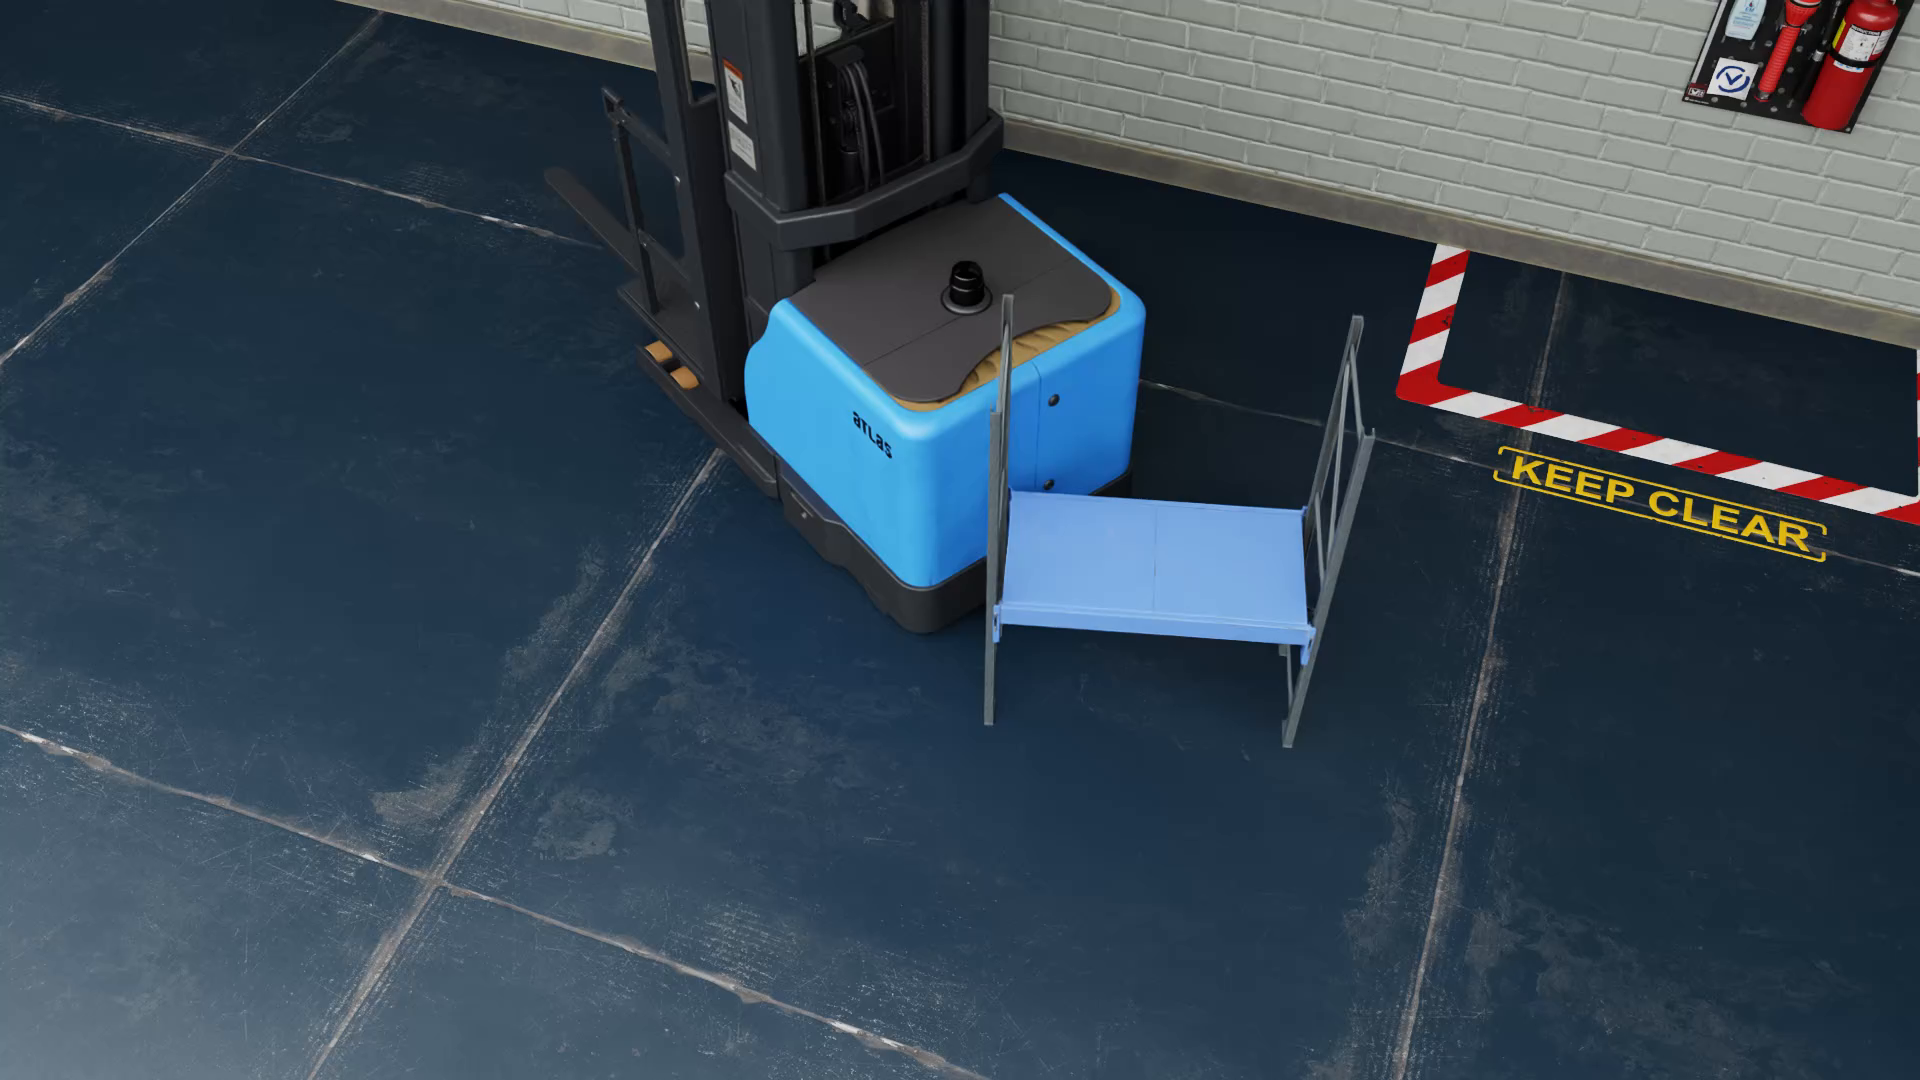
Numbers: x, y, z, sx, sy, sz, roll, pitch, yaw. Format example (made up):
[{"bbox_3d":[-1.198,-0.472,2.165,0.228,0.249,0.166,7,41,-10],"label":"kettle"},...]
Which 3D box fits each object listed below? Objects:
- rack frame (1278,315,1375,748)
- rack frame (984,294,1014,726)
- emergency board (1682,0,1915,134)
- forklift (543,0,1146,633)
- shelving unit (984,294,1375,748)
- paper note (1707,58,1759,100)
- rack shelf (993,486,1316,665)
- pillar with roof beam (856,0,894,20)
[{"bbox_3d":[1.133,0.026,5.235,0.032,1.500,0.500,4,49,3],"label":"rack frame"},{"bbox_3d":[0.120,-0.043,5.295,0.032,1.500,0.500,4,49,3],"label":"rack frame"},{"bbox_3d":[3.107,-1.962,5.965,0.643,1.169,0.194,16,51,13],"label":"emergency board"},{"bbox_3d":[-0.660,-1.698,5.782,1.130,2.935,3.031,-30,56,-24],"label":"forklift"},{"bbox_3d":[0.627,-0.009,5.265,1.048,1.500,0.538,4,49,3],"label":"shelving unit"},{"bbox_3d":[2.965,-1.769,6.381,0.142,0.148,0.016,16,51,13],"label":"paper note"},{"bbox_3d":[0.627,0.109,5.401,1.000,0.185,0.538,4,49,3],"label":"rack shelf"},{"bbox_3d":[-1.708,-1.772,1.831,0.400,9.000,9.100,16,51,13],"label":"pillar with roof beam"}]
